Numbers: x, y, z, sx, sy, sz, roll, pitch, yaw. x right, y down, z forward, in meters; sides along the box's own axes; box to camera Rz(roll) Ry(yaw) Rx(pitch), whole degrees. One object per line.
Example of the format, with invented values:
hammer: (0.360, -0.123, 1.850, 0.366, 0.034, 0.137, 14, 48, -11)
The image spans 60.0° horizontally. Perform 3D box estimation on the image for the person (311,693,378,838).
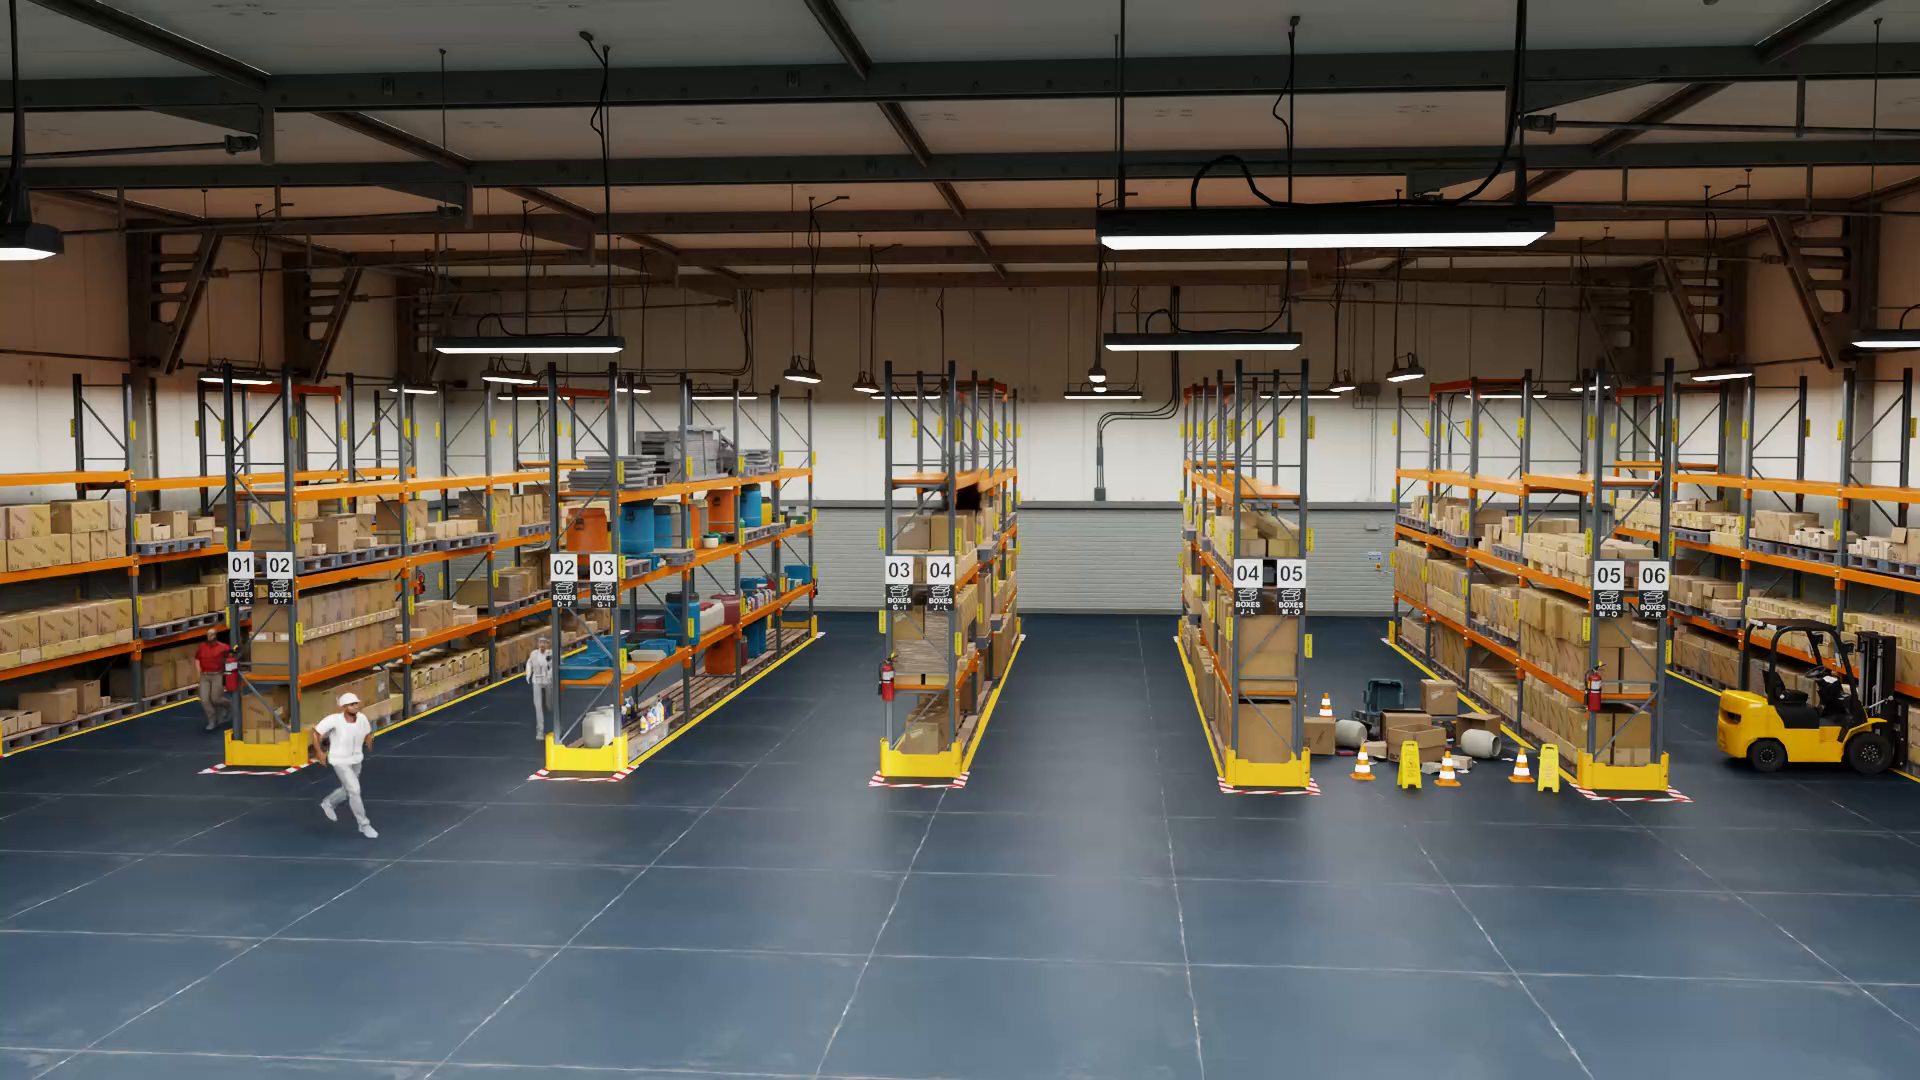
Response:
person: (-7.615, 2.763, 20.652, 1.014, 1.762, 0.727, 2, 4, 33)

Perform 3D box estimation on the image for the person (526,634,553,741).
person: (-6.797, 2.369, 27.198, 0.630, 1.712, 0.910, 0, 4, 0)

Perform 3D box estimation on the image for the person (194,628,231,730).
person: (-12.590, 2.328, 28.053, 0.665, 1.688, 0.603, 0, 4, -2)

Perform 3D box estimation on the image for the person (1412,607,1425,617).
person: (11.251, 1.501, 40.356, 0.544, 1.717, 0.712, 4, 5, 44)
